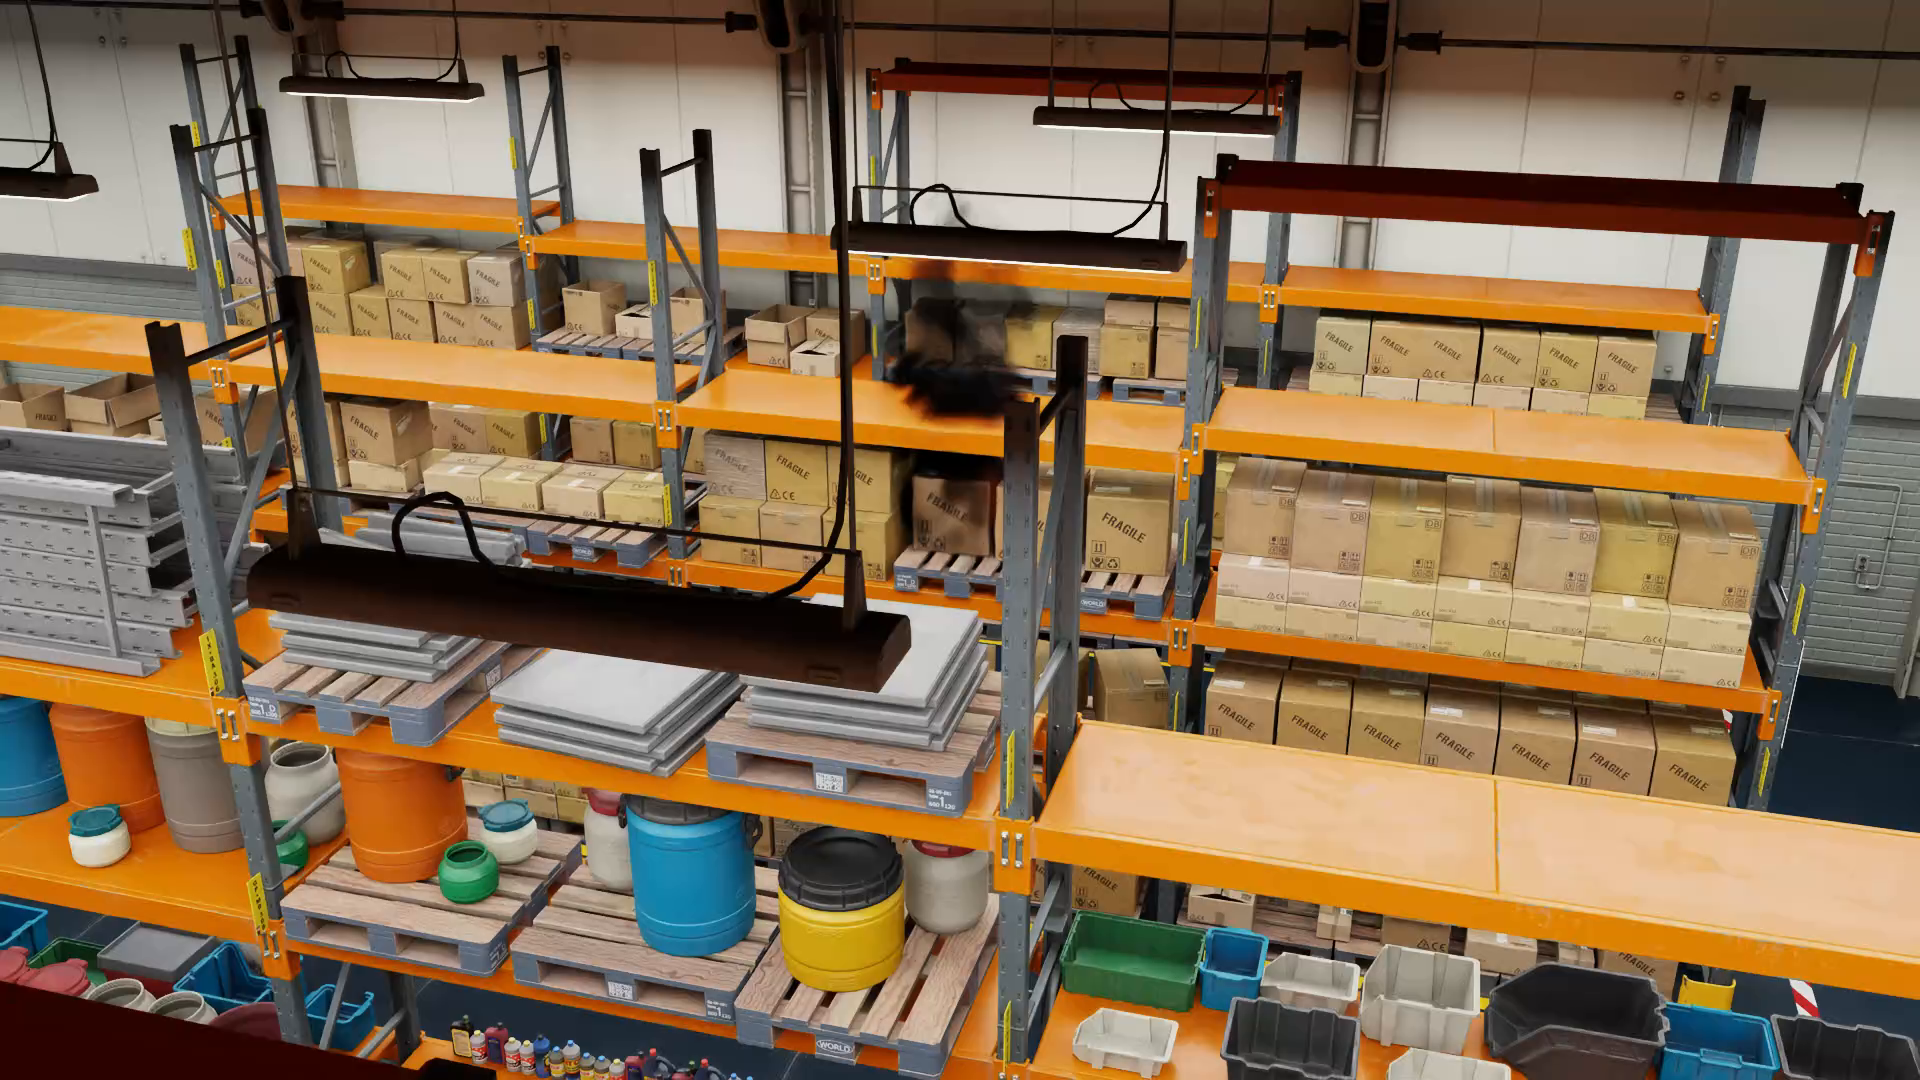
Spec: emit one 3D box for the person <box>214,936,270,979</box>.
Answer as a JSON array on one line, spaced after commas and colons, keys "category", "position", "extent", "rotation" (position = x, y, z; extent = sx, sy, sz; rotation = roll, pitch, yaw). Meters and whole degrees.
[{"category": "person", "position": [-5.542, 2.531, 12.308], "extent": [0.968, 1.760, 0.653], "rotation": [4, 23, 10]}]
